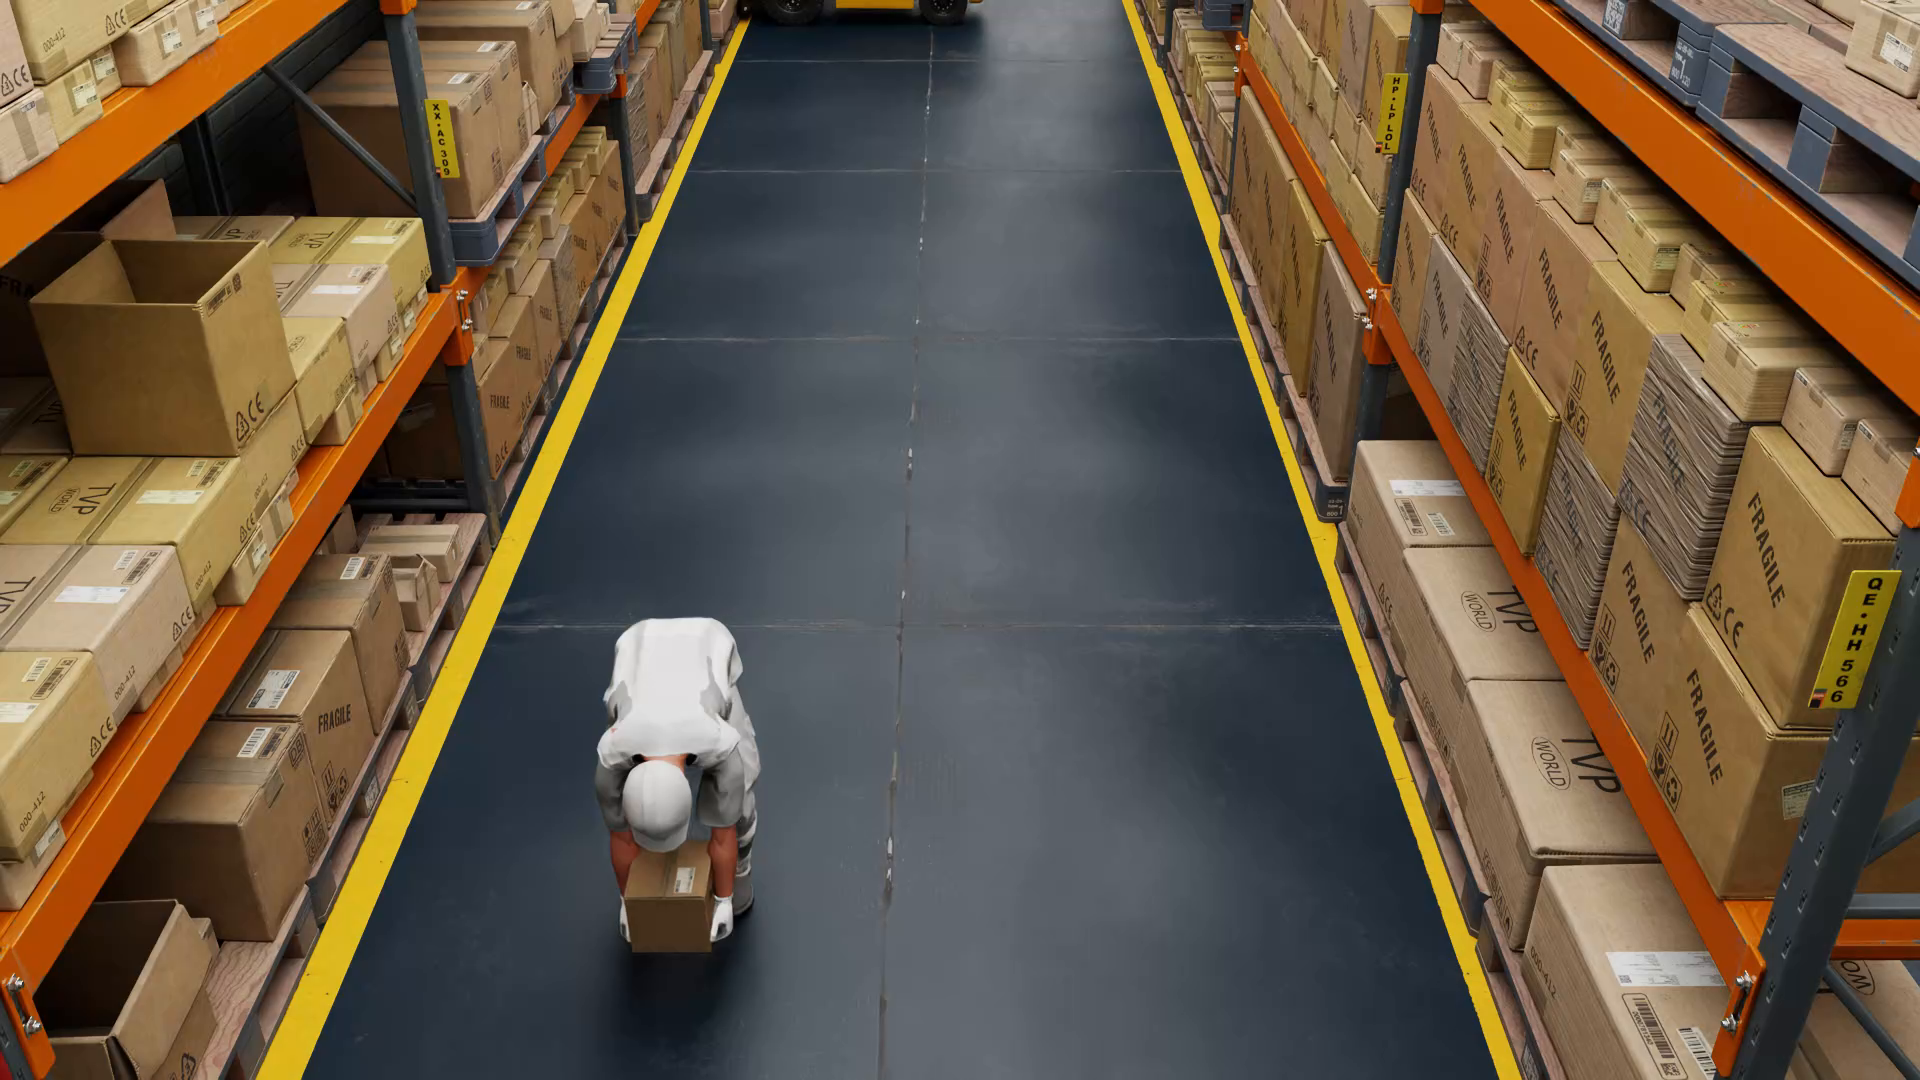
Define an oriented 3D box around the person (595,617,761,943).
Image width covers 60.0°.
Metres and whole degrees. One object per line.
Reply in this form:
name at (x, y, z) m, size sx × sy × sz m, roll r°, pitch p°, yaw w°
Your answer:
person at (-0.904, 0.869, 5.354) m, size 0.511 × 1.083 × 0.965 m, roll -1°, pitch 31°, yaw -2°
